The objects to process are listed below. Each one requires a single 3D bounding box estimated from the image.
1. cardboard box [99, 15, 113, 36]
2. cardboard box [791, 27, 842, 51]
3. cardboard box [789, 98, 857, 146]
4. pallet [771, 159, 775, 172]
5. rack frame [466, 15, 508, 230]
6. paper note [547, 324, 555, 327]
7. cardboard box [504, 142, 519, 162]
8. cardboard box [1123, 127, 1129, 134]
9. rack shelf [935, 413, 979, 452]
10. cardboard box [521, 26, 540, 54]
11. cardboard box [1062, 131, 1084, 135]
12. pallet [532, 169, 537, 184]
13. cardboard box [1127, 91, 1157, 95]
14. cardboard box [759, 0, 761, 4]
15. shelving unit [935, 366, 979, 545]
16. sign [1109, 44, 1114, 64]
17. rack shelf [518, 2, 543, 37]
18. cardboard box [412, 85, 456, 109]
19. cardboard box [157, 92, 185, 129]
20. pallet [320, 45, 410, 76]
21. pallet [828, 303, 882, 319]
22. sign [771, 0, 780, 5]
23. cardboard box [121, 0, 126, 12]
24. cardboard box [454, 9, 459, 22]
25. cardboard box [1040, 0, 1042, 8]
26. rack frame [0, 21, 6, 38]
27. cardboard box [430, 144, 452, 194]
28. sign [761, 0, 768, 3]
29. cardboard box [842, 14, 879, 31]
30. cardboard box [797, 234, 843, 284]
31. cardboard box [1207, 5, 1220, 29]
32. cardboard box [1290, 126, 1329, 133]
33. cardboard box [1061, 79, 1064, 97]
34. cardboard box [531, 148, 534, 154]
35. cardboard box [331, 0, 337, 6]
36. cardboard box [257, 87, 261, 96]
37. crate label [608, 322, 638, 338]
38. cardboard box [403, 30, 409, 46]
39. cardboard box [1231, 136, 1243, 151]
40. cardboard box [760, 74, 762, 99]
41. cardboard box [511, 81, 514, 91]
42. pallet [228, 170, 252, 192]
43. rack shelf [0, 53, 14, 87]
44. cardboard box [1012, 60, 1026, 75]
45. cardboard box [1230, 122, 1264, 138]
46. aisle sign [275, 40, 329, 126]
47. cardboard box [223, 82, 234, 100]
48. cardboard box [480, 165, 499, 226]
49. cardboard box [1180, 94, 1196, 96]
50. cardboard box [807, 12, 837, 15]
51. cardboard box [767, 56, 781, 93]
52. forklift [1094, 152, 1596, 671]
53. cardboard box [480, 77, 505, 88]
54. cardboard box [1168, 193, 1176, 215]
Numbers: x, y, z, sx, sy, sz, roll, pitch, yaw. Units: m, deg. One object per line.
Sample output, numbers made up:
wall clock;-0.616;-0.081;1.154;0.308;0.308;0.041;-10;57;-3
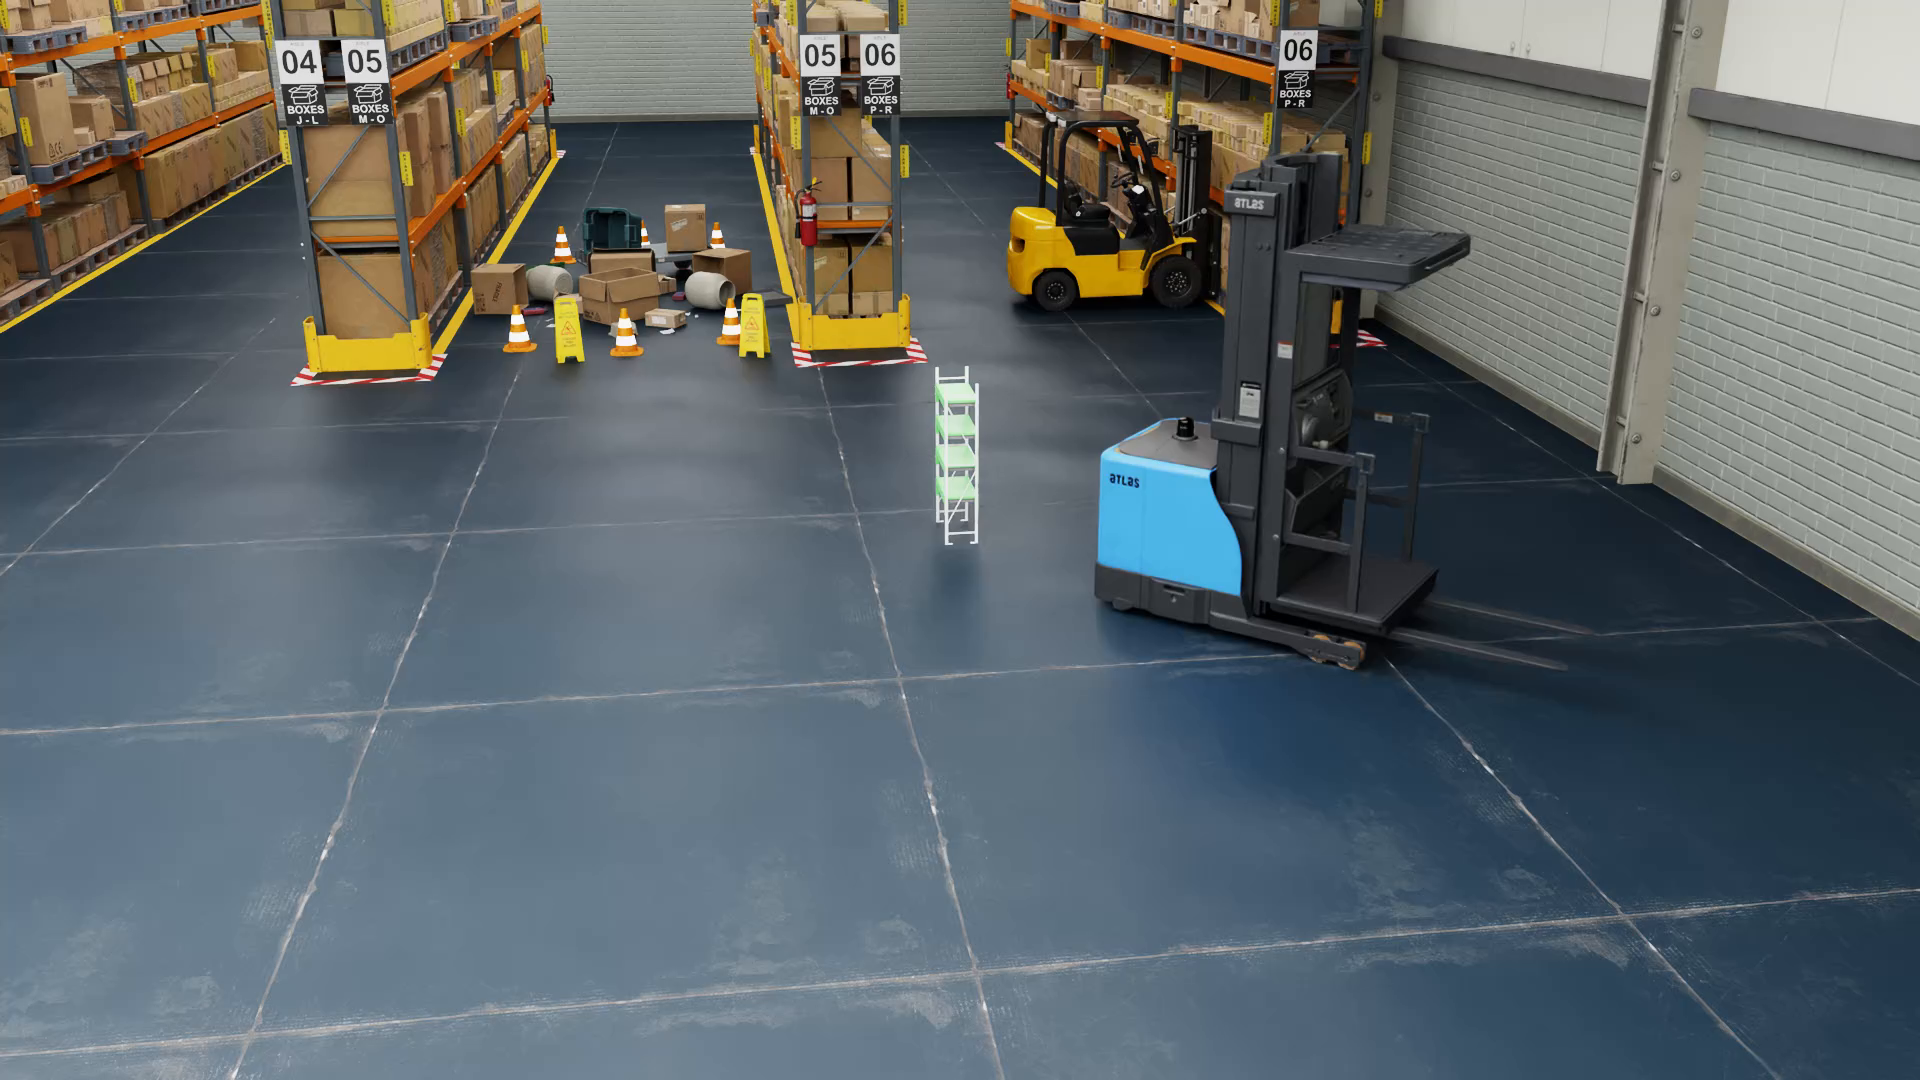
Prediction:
cardboard box;-11.765;-6.922;22.390;0.500;0.250;0.500;-3;21;-8
cardboard box;-1.515;-5.282;17.574;0.500;0.250;0.500;-3;21;-8
cardboard box;-1.472;-4.466;17.889;0.700;0.500;0.500;-3;21;-7
pallet;-2.879;-6.585;29.546;1.003;0.211;1.213;-3;21;-8
rack frame;-7.154;-5.955;23.873;1.000;3.000;0.127;-3;21;-8
paper note;-4.540;-2.407;18.621;0.144;0.017;0.142;4;21;11
cardboard box;-7.221;-6.111;26.191;0.500;0.250;0.500;-4;21;-10
cardboard box;2.612;-5.903;23.947;0.500;0.250;0.500;-4;21;-10
rack shelf;-0.024;-0.784;12.098;0.258;0.148;0.480;-3;21;-8
cardboard box;-7.922;-9.058;30.184;0.500;0.500;0.500;-4;21;-10
cardboard box;1.970;-6.976;28.652;0.380;0.149;0.250;-3;21;-9
pallet;-7.862;-6.264;28.686;1.003;0.211;1.213;-3;21;-8
cardboard box;2.614;-6.361;23.891;0.380;0.149;0.250;-3;21;-7
cardboard box;-3.010;-8.661;26.565;0.380;0.166;0.250;-4;21;-11
shelving unit;-0.024;-0.619;12.160;0.258;1.200;0.503;-3;21;-8
sign;2.614;-8.448;28.892;0.100;0.325;0.005;-3;21;-8
rack shelf;-8.018;-9.100;29.036;1.077;0.370;4.000;-3;21;-8
cardboard box;-6.730;-5.435;20.908;0.700;0.500;0.500;-3;21;-9
cardboard box;-12.101;-6.497;25.182;0.500;0.500;0.500;-3;21;-8
pallet;-6.118;-4.805;16.634;1.003;0.211;1.213;-3;21;-8
pallet;-1.210;-2.473;18.535;1.003;0.211;1.213;-3;21;-8
sign;-2.242;-6.657;20.164;0.100;0.325;0.005;-3;21;-8
cardboard box;-12.447;-7.890;24.025;0.500;0.500;0.500;-2;21;-5
cardboard box;-6.522;-6.599;20.927;0.380;0.149;0.250;-3;21;-8
cardboard box;1.628;-9.537;29.535;0.380;0.149;0.250;-3;21;-8
rack frame;-11.500;-7.165;18.539;1.000;3.000;0.127;-3;21;-8
cardboard box;-6.410;-4.324;19.291;0.875;0.550;0.550;-3;21;-8
sign;-2.820;-7.899;23.938;0.100;0.325;0.005;-3;21;-8
cardboard box;-1.018;-5.351;17.187;0.380;0.149;0.250;-3;21;-8
cardboard box;-1.569;-3.174;18.686;0.500;0.500;0.500;-2;21;-6
cardboard box;3.132;-6.163;19.591;0.396;0.266;0.258;-3;21;-9
cardboard box;3.901;-4.521;18.540;0.380;0.149;0.250;-3;21;-7
cardboard box;1.885;-7.509;27.627;0.396;0.266;0.258;-2;21;-5
cardboard box;-7.714;-6.838;29.285;0.380;0.149;0.250;-2;21;-5
cardboard box;-6.495;-5.454;16.721;0.380;0.149;0.250;-3;21;-7
cardboard box;-12.743;-8.021;29.765;0.380;0.149;0.250;-3;21;-7
crate label;-3.679;-2.308;18.199;0.250;0.136;0.298;-15;25;-35
cardboard box;-5.843;-5.114;16.949;0.380;0.149;0.250;-3;21;-7
cardboard box;3.315;-4.534;18.999;0.380;0.149;0.250;-4;21;-10
cardboard box;-3.246;-7.997;29.197;0.500;0.500;0.500;-3;21;-9
cardboard box;-7.438;-7.339;26.913;0.380;0.149;0.250;-3;21;-7
pallet;-12.685;-6.086;28.208;1.003;0.211;1.213;-3;21;-8
rack shelf;-11.211;-4.730;17.336;1.077;0.370;4.000;-3;21;-8
cardboard box;1.287;-9.159;32.242;0.500;0.250;0.500;-3;21;-7
cardboard box;3.294;-4.672;18.944;0.380;0.149;0.250;-2;21;-6
aisle sign;-6.287;-4.363;15.896;0.394;0.787;0.004;-3;21;-8
cardboard box;-12.528;-7.542;27.911;0.500;0.250;0.500;-3;21;-8
cardboard box;-7.155;-4.882;23.616;1.050;0.750;0.750;-3;21;-8
cardboard box;3.129;-6.209;23.483;0.380;0.149;0.250;-2;21;-6
cardboard box;-1.497;-5.502;17.592;0.380;0.149;0.250;-3;21;-7
cardboard box;-2.685;-7.098;25.361;0.500;0.500;0.500;-3;21;-7
forklift;2.406;-0.798;10.164;3.031;2.935;1.130;13;24;30
cardboard box;-7.292;-7.117;25.893;0.380;0.149;0.250;-4;21;-10
cardboard box;2.977;-4.300;21.342;0.500;0.250;0.500;-3;21;-9
